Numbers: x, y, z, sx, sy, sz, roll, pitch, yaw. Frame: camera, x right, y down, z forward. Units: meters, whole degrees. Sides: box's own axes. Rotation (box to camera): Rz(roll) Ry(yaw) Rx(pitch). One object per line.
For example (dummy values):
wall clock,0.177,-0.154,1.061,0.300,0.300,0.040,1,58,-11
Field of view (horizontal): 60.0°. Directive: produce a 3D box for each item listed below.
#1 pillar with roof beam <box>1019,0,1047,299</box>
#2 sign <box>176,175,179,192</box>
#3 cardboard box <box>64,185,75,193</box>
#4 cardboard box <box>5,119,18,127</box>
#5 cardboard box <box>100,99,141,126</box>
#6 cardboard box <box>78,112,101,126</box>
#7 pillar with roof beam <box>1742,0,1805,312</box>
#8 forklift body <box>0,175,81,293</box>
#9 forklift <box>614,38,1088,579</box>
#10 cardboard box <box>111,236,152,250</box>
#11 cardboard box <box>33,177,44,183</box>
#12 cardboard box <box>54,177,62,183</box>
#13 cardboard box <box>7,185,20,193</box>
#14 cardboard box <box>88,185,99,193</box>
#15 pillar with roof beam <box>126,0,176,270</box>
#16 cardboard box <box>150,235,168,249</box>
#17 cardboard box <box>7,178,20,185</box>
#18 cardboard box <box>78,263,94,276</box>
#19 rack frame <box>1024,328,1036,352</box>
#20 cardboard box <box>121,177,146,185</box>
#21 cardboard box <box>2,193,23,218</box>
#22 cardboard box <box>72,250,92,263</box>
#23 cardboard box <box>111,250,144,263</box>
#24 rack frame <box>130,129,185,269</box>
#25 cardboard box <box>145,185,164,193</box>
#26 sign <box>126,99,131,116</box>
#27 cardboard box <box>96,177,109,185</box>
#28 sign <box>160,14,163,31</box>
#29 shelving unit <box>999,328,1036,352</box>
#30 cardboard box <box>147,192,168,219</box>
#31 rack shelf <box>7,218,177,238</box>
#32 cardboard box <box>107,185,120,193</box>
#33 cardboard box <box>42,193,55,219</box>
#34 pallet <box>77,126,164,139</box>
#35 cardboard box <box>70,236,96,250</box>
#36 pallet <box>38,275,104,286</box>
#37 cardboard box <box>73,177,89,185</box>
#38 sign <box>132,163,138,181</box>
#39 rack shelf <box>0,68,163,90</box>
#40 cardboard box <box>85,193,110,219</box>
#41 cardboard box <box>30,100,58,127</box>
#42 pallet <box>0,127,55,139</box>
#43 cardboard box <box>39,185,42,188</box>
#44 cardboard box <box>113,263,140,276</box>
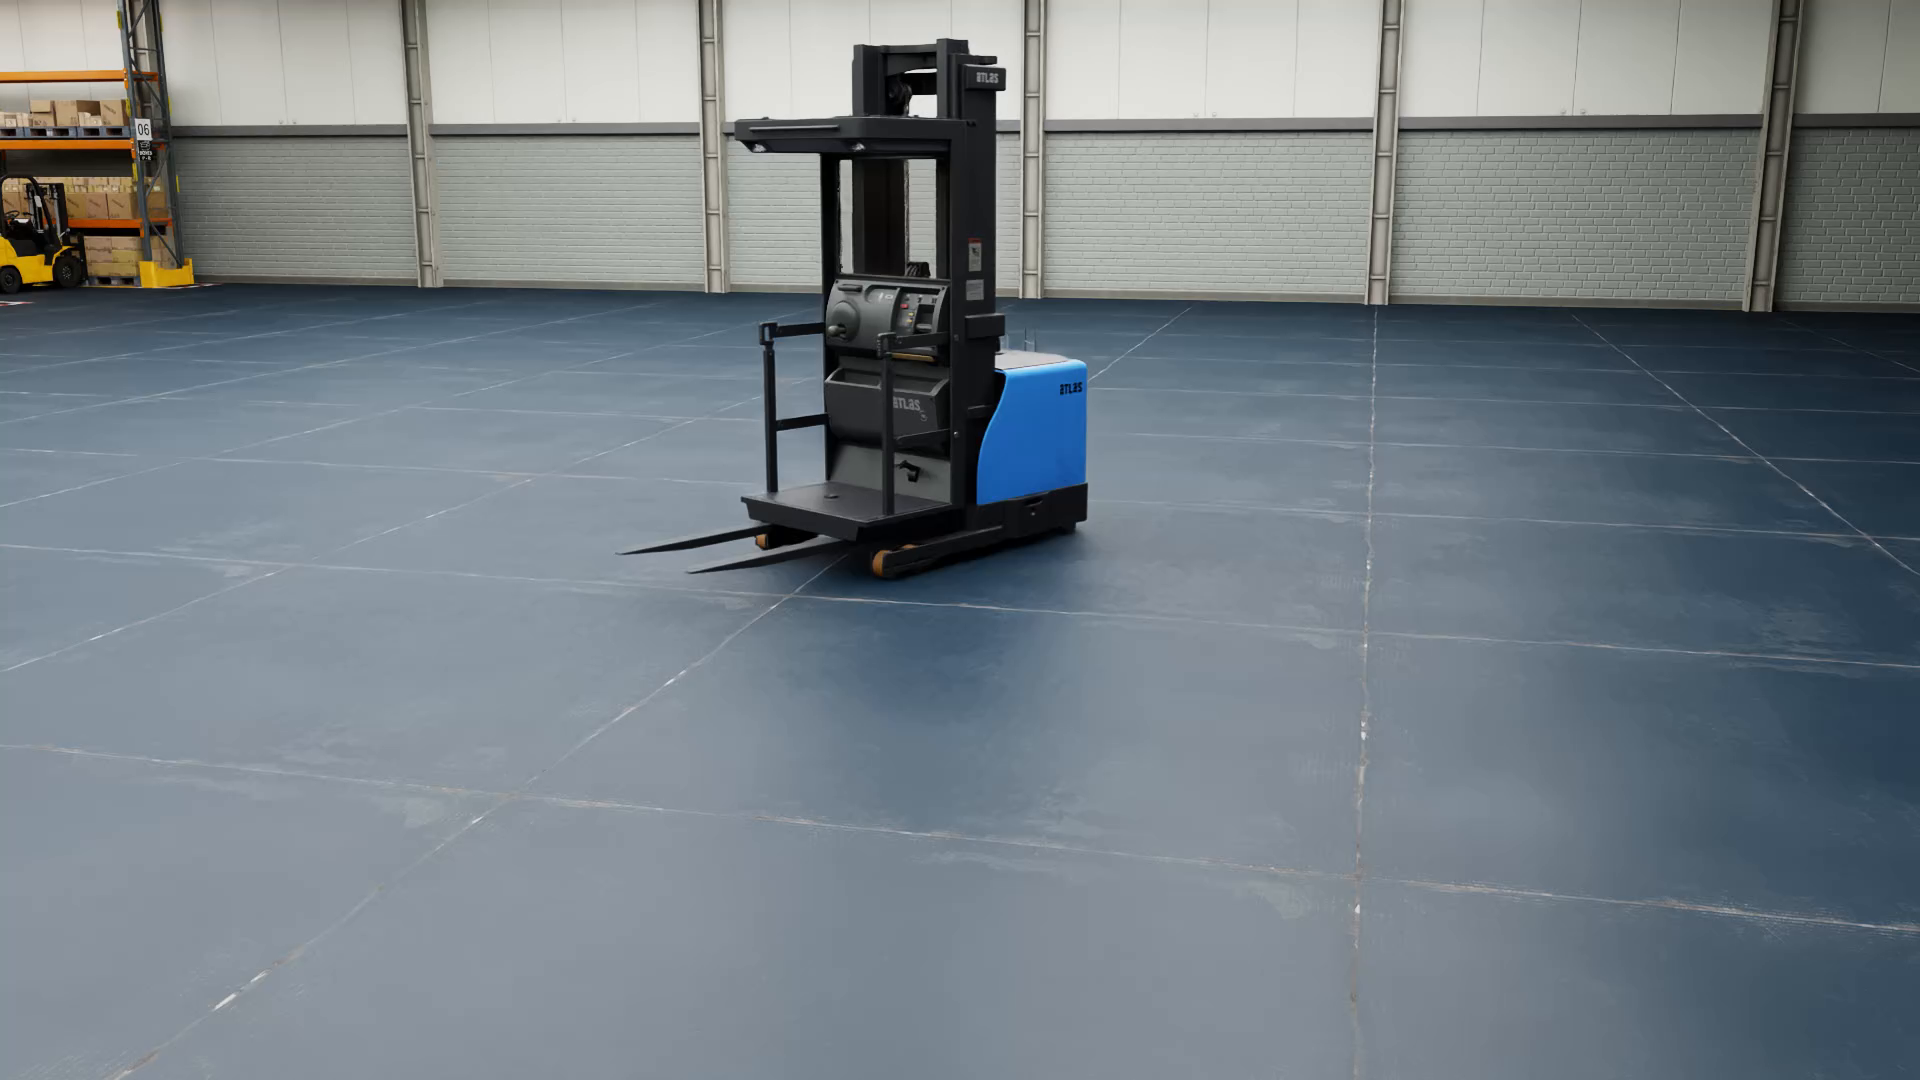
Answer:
pillar with roof beam,0.251,-7.829,24.747,0.400,9.000,9.100,3,13,14
sign,-15.594,-7.092,33.093,0.005,0.325,0.100,3,13,14
cardboard box,-17.388,-6.900,32.682,0.250,0.149,0.380,3,13,14
cardboard box,-18.507,-8.191,32.680,0.250,0.149,0.380,3,13,15
cardboard box,-16.221,-8.253,32.151,0.500,0.500,0.500,3,13,15
cardboard box,-16.856,-8.159,32.269,0.258,0.266,0.396,3,13,14
pillar with roof beam,11.902,-7.207,21.940,0.400,9.000,9.100,3,13,14
forklift body,-18.011,-5.815,31.477,1.214,2.155,2.313,3,13,14
forklift,-0.574,-1.335,9.485,1.130,2.935,3.031,12,17,42
cardboard box,-16.255,-5.823,32.627,0.500,0.250,0.500,4,13,15
cardboard box,-18.108,-7.104,32.911,0.250,0.149,0.380,3,13,13
cardboard box,-17.622,-7.078,32.794,0.250,0.149,0.380,3,13,14
cardboard box,-18.637,-6.966,32.980,0.250,0.149,0.380,3,13,15
cardboard box,-16.867,-6.888,32.624,0.250,0.149,0.380,3,13,13
pillar with roof beam,-17.224,-8.764,28.957,0.400,9.000,9.100,3,13,14
cardboard box,-16.154,-5.930,33.106,0.500,0.250,0.500,3,13,13
cardboard box,-18.627,-7.113,32.953,0.250,0.149,0.380,3,13,15
cardboard box,-17.229,-5.391,32.984,0.500,0.250,0.500,3,13,14
rack frame,0.460,-0.800,11.070,0.006,1.200,0.240,-3,13,-14
cardboard box,-16.131,-6.999,32.441,0.250,0.149,0.380,3,13,14
cardboard box,-18.738,-6.669,33.138,0.500,0.500,0.500,3,13,15
cardboard box,-17.271,-5.631,32.915,0.500,0.250,0.500,3,13,12
cardboard box,-16.280,-5.581,32.686,0.500,0.250,0.500,3,13,13
rack frame,-15.733,-6.514,32.671,0.127,3.000,1.000,3,13,14
cardboard box,-16.000,-6.952,32.915,0.250,0.149,0.380,3,13,12
sign,-15.876,-8.259,31.747,0.005,0.325,0.100,3,13,14
cardboard box,-16.638,-7.014,32.505,0.250,0.149,0.380,3,13,15
sign,-15.594,-10.093,32.427,0.005,0.325,0.100,3,13,14
shelving unit,0.372,-0.795,11.048,0.189,1.200,0.258,-3,13,-14
cardboard box,-16.147,-6.647,33.039,0.500,0.500,0.500,3,13,15
rack shelf,-17.674,-6.267,33.216,4.000,0.370,1.077,3,13,14
cardboard box,-16.392,-6.846,32.437,0.250,0.149,0.380,3,13,14
cardboard box,-17.763,-6.613,32.883,0.500,0.500,0.500,3,13,14
pallet,-16.413,-7.978,32.545,1.213,0.211,1.003,3,13,14
cardboard box,-17.244,-5.873,32.849,0.500,0.250,0.500,3,13,14
pallet,-17.666,-5.248,33.399,1.213,0.211,1.003,3,13,14
cardboard box,-17.142,-7.032,32.589,0.250,0.149,0.380,3,13,15
sign,-15.876,-7.082,32.008,0.005,0.325,0.100,3,13,14
rack shelf,-17.674,-9.000,32.610,4.000,0.370,1.077,3,13,14
cardboard box,-16.775,-6.562,32.656,0.500,0.500,0.500,3,13,15
cardboard box,-17.750,-8.367,32.658,0.637,0.503,0.797,3,13,15
pallet,-18.782,-8.104,33.116,1.213,0.211,1.003,3,13,14
cardboard box,-18.134,-6.943,32.874,0.250,0.149,0.380,3,13,12
cardboard box,-16.265,-5.335,32.733,0.500,0.250,0.500,3,13,14
